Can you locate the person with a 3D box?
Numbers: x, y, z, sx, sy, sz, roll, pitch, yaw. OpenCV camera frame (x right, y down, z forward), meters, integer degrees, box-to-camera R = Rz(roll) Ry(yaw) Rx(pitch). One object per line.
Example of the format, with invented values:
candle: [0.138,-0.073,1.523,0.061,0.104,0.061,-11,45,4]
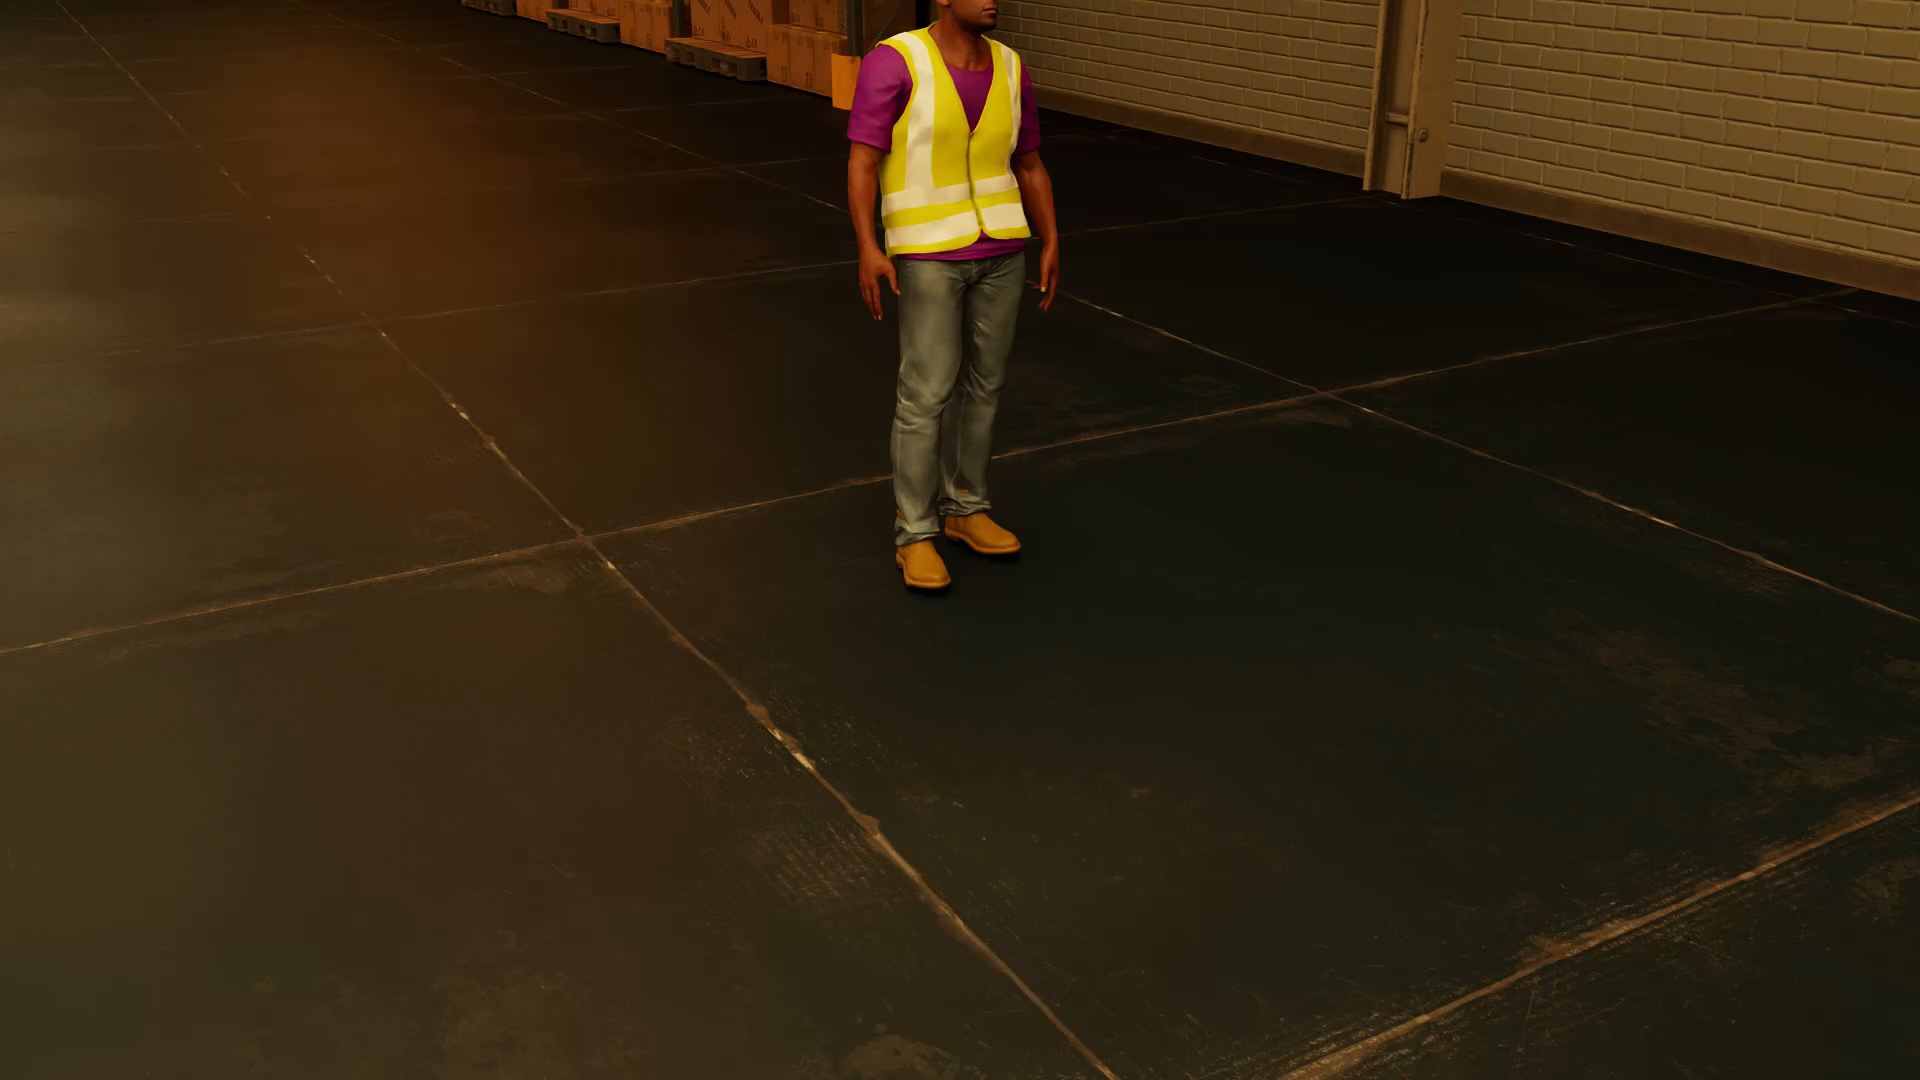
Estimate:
person: [0.029,-0.800,4.738,0.665,1.765,0.577,-12,25,-28]
